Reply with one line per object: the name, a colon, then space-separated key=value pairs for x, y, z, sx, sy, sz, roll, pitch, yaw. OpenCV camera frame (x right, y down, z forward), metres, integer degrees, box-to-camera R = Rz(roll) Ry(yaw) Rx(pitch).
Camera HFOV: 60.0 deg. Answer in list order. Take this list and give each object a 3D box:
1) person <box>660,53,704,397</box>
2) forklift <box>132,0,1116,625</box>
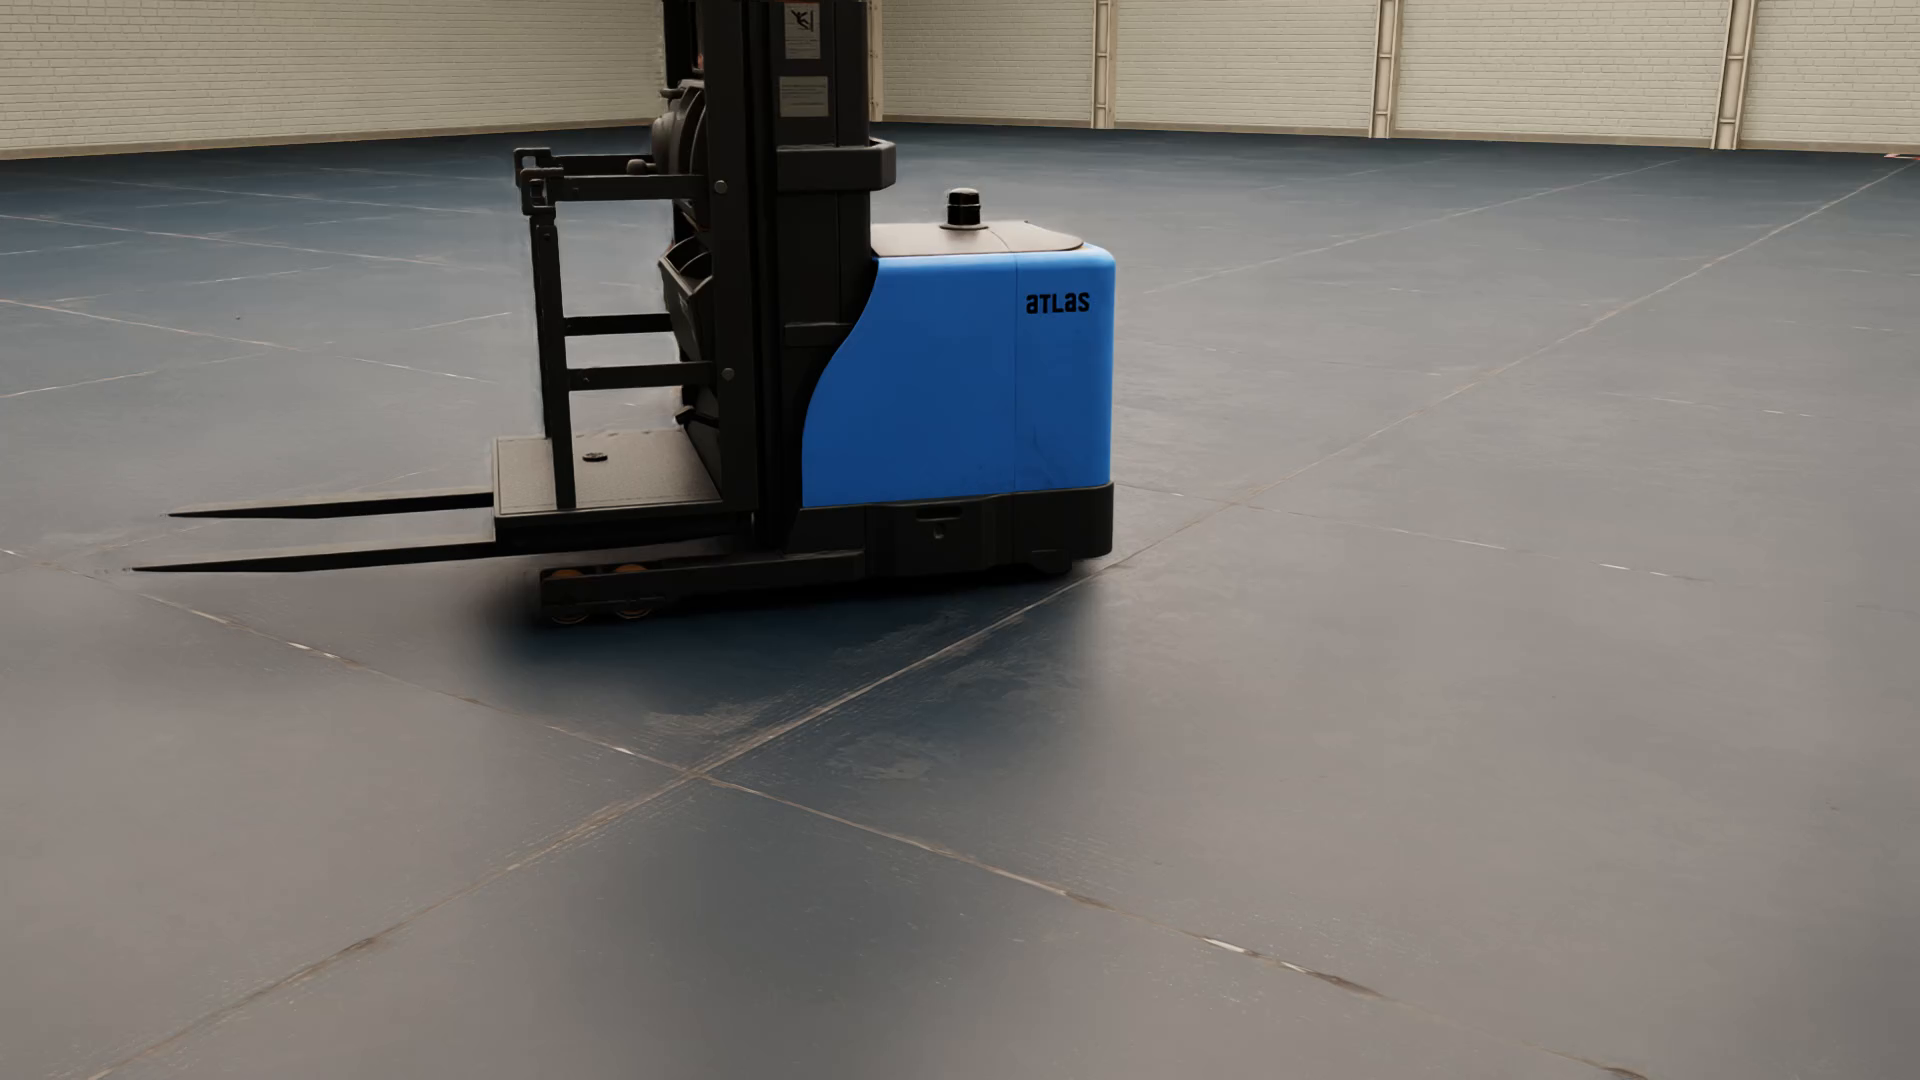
person: x=-1.147 y=-1.465 z=7.940 sx=0.890 sy=1.695 sz=0.646 roll=16 pitch=23 yaw=43
forklift: x=-1.063 y=-1.313 z=5.224 sx=3.031 sy=2.935 sz=1.130 roll=-5 pitch=17 yaw=-15
